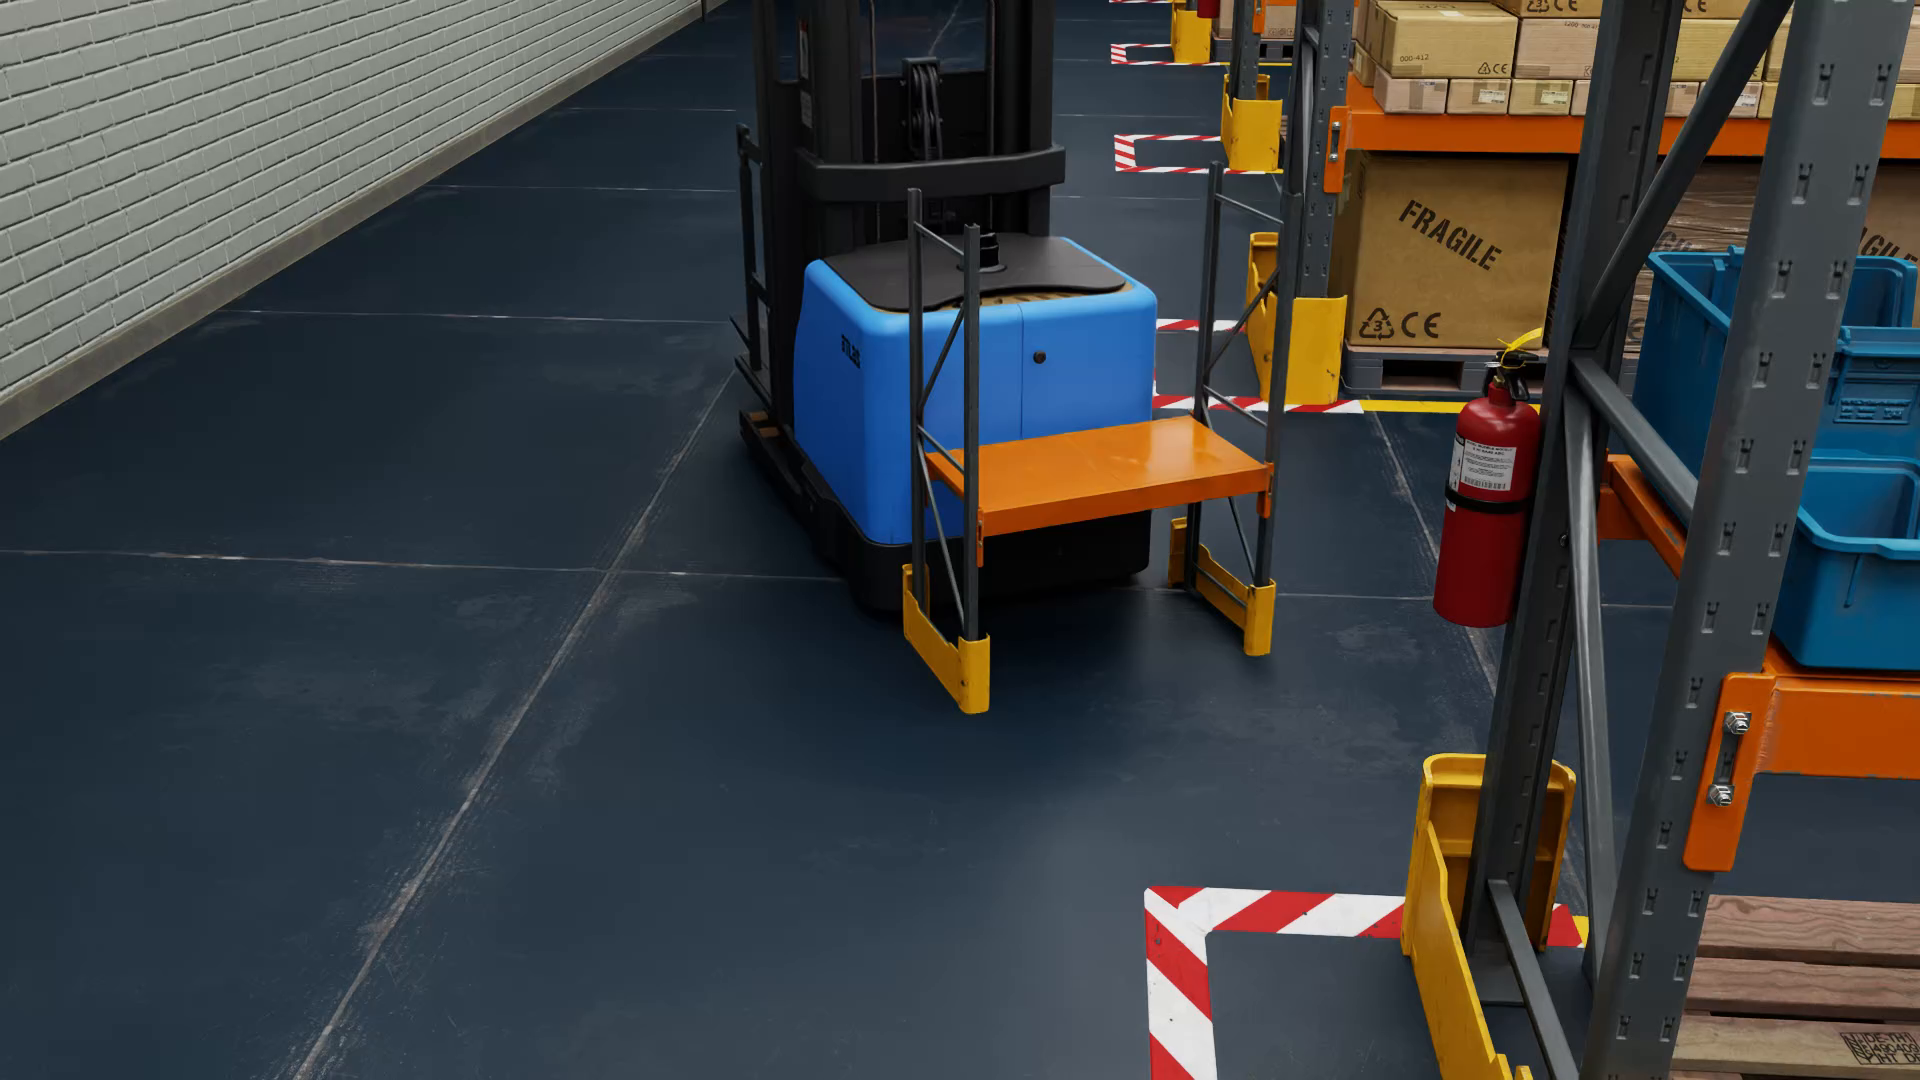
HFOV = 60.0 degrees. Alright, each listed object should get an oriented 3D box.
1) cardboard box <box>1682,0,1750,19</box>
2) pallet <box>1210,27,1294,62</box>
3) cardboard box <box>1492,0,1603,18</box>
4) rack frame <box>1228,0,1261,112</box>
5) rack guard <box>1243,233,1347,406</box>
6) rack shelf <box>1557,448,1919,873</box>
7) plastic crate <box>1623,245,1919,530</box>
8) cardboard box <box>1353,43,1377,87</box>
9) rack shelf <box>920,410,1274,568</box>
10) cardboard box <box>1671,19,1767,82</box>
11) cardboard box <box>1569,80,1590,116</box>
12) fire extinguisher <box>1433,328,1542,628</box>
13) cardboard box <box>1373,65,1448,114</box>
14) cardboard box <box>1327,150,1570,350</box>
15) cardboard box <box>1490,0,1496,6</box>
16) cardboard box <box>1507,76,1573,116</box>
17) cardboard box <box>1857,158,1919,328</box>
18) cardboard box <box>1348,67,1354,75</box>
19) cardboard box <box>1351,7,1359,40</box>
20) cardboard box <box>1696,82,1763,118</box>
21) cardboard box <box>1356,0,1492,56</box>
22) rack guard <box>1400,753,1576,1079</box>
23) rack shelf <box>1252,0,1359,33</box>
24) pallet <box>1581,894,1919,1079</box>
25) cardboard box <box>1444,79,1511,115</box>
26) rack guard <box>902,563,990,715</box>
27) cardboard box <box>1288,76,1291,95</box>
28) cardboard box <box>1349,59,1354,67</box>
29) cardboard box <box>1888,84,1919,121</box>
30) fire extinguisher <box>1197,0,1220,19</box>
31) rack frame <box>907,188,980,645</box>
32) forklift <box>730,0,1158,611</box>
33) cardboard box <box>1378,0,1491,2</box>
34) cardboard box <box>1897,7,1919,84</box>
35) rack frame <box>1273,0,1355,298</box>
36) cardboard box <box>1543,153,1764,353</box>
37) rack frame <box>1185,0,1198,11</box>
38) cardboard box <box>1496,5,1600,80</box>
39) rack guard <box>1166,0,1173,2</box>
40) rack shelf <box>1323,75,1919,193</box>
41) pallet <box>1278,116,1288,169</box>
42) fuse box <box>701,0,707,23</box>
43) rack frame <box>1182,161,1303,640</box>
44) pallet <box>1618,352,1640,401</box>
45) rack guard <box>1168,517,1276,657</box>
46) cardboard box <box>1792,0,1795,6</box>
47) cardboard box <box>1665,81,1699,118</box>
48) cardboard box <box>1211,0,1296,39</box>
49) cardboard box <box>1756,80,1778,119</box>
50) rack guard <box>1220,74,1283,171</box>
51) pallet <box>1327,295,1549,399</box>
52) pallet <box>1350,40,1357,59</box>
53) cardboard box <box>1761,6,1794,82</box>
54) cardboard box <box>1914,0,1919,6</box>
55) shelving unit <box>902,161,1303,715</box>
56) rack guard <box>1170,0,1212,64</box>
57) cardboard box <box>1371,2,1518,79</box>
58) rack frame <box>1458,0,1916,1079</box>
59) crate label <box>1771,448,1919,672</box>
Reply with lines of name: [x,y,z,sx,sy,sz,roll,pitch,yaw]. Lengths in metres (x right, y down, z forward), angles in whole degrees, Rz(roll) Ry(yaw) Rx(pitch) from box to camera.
cardboard box: [3.096,-2.472,6.961,0.500,0.500,0.500,1,25,3]
pallet: [3.184,-5.093,17.066,1.213,0.211,1.003,2,25,4]
cardboard box: [2.579,-2.486,6.992,0.500,0.500,0.500,1,25,3]
rack frame: [2.103,-4.287,11.978,0.127,3.000,1.000,2,25,4]
rack guard: [1.599,-1.088,8.016,0.348,0.500,1.175,2,25,4]
rack shelf: [3.237,0.232,3.017,4.000,0.370,1.077,2,25,4]
plastic crate: [1.592,-0.269,3.132,0.499,0.435,0.616,2,25,4]
cardboard box: [2.003,-2.234,7.818,0.250,0.149,0.380,2,25,5]
rack shelf: [0.422,-0.178,5.273,1.000,0.185,0.538,-9,26,-20]
cardboard box: [3.100,-2.130,7.115,0.500,0.250,0.500,1,25,2]
cardboard box: [2.723,-1.936,7.170,0.250,0.149,0.380,1,25,3]
fire extinguisher: [1.128,-0.148,3.522,0.183,0.674,0.296,2,25,4]
cardboard box: [1.951,-1.960,7.221,0.250,0.149,0.380,2,25,5]
cardboard box: [2.267,-1.461,7.876,0.875,0.875,0.875,2,25,4]
cardboard box: [2.632,-2.368,7.632,0.500,0.250,0.500,1,25,3]
cardboard box: [2.462,-1.944,7.187,0.250,0.149,0.380,1,25,3]
cardboard box: [4.061,-1.404,7.751,0.875,0.875,0.875,2,25,4]
cardboard box: [2.883,-3.336,12.107,0.250,0.149,0.380,2,25,5]
cardboard box: [3.960,-5.375,16.905,0.875,0.438,0.875,2,25,5]
cardboard box: [3.233,-1.920,7.134,0.250,0.149,0.380,2,25,3]
cardboard box: [2.126,-2.385,7.668,0.500,0.250,0.500,1,25,3]
rack guard: [1.218,0.982,3.518,0.348,0.500,1.175,2,25,4]
rack shelf: [4.097,-3.896,11.989,4.000,0.370,1.077,2,25,4]
pallet: [2.063,1.151,3.496,1.213,0.211,1.003,2,25,4]
cardboard box: [2.207,-1.952,7.204,0.250,0.149,0.380,1,25,3]
rack guard: [-0.050,0.304,5.290,0.087,0.250,0.587,-9,26,-20]
cardboard box: [2.651,-3.420,12.645,0.250,0.149,0.380,1,25,3]
cardboard box: [2.896,-3.509,12.485,0.250,0.149,0.380,2,25,5]
cardboard box: [4.000,-1.895,7.080,0.250,0.149,0.380,1,25,3]
fire extinguisher: [1.887,-4.283,12.507,0.183,0.674,0.296,2,25,4]
rack frame: [-0.051,-0.263,5.028,0.032,1.500,0.500,-9,26,-20]
forklift: [-0.298,-1.685,6.406,1.130,2.935,3.031,-8,26,-18]
cardboard box: [2.128,-2.724,7.509,0.500,0.500,0.500,2,25,5]
cardboard box: [4.125,-2.098,7.045,0.500,0.250,0.500,2,25,5]
rack frame: [1.623,-2.223,7.492,0.127,3.000,1.000,2,25,4]
cardboard box: [3.174,-1.432,7.813,0.875,0.875,0.875,2,25,4]
rack frame: [2.381,-6.353,16.468,0.127,3.000,1.000,2,25,4]
cardboard box: [2.599,-2.148,7.153,0.500,0.250,0.500,2,25,3]
rack guard: [2.833,-7.284,21.482,0.348,0.500,1.175,2,25,4]
rack shelf: [3.617,-1.832,7.503,4.000,0.370,1.077,2,25,4]
pallet: [2.986,-2.977,12.467,1.213,0.211,1.003,2,25,4]
fuse box: [-2.937,-6.809,19.001,0.414,1.711,0.539,2,25,4]
rack frame: [0.894,-0.420,5.368,0.032,1.500,0.500,-9,26,-20]
pallet: [3.639,-0.923,8.003,1.213,0.211,1.003,2,25,4]
rack guard: [0.876,0.151,5.623,0.087,0.250,0.587,-9,26,-20]
cardboard box: [3.659,-2.337,7.564,0.500,0.250,0.500,2,25,4]
cardboard box: [2.976,-1.928,7.151,0.250,0.149,0.380,1,25,3]
cardboard box: [3.047,-5.400,16.961,0.875,0.438,0.875,1,25,2]
cardboard box: [3.485,-1.911,7.115,0.250,0.149,0.380,1,25,3]
rack guard: [2.179,-3.149,12.495,0.348,0.500,1.175,2,25,4]
pallet: [2.426,-0.963,8.090,1.213,0.211,1.003,2,25,4]
pallet: [4.398,-5.053,16.979,1.213,0.211,1.003,2,25,4]
cardboard box: [3.621,-2.116,7.083,0.500,0.250,0.500,1,25,3]
cardboard box: [4.143,-2.658,7.364,0.500,0.500,0.500,1,25,2]
shelving unit: [0.413,-0.340,5.195,1.083,1.500,0.587,-9,26,-20]
rack guard: [2.357,-5.218,16.992,0.348,0.500,1.175,2,25,4]
cardboard box: [2.080,-2.162,7.183,0.500,0.250,0.500,1,25,3]
rack frame: [1.243,-0.158,3.006,0.127,3.000,1.000,2,25,4]
crate label: [1.464,0.036,2.713,0.303,0.233,0.416,2,25,4]
